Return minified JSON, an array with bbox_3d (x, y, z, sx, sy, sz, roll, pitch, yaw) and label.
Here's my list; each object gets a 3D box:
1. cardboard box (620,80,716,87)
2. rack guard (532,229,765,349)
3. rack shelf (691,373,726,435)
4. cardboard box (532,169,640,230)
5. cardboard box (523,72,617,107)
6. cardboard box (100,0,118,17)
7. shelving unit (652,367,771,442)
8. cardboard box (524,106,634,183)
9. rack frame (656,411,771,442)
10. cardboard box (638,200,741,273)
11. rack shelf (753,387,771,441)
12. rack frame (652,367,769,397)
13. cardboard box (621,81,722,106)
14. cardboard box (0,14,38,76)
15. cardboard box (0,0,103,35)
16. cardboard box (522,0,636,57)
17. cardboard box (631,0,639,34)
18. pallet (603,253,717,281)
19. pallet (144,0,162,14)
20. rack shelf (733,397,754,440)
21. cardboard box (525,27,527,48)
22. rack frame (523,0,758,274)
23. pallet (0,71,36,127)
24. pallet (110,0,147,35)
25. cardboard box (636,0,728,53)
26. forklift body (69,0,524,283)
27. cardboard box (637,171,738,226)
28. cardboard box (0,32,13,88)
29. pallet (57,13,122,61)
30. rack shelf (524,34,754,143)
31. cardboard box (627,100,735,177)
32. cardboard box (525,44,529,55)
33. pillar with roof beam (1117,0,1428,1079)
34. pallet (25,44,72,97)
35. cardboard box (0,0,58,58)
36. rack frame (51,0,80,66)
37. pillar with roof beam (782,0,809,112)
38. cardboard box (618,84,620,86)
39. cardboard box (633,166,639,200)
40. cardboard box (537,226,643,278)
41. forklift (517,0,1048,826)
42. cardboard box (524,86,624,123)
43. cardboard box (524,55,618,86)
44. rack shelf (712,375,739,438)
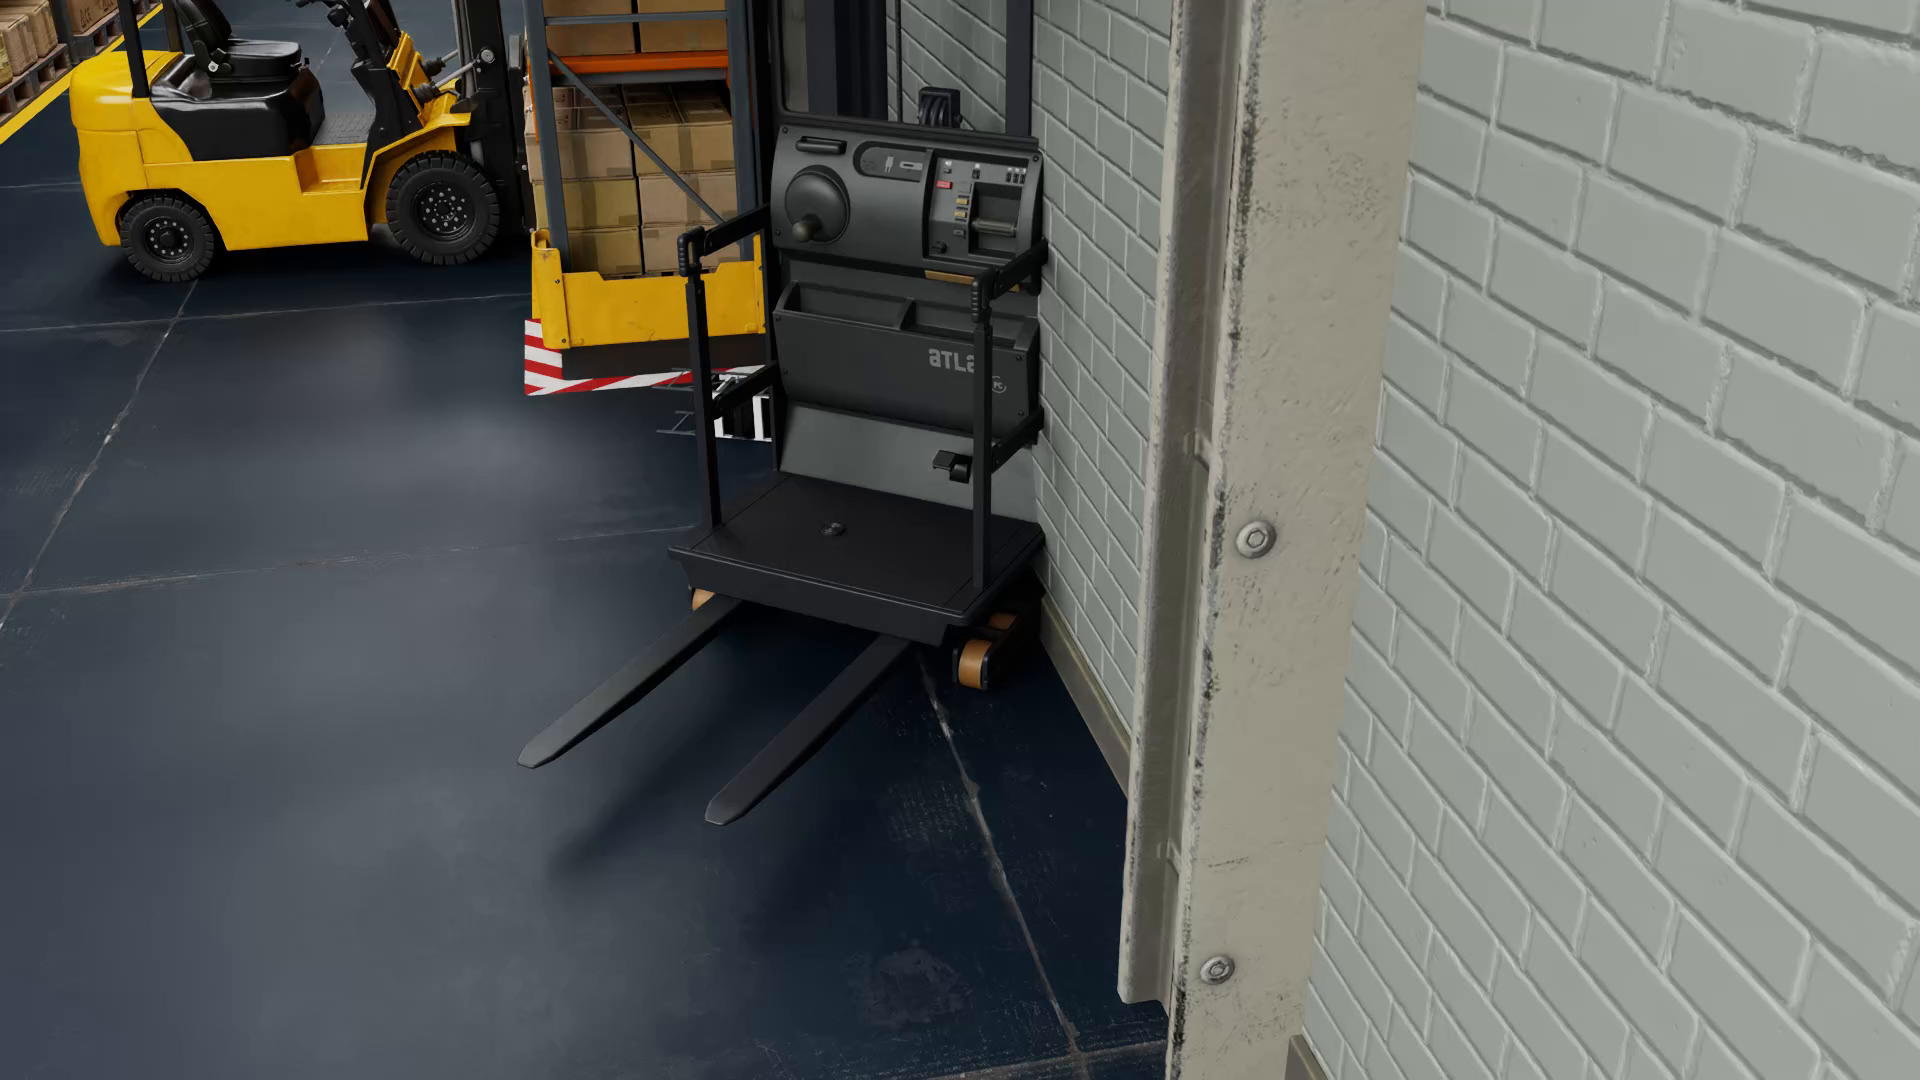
[{"bbox_3d":[-1.637,-2.483,9.316,0.500,0.250,0.500,-6,27,-12],"label":"cardboard box"},{"bbox_3d":[-1.489,-1.280,8.232,1.175,0.500,0.348,-6,27,-12],"label":"rack guard"},{"bbox_3d":[-1.075,-0.590,7.182,0.077,0.200,0.258,5,27,12],"label":"rack shelf"},{"bbox_3d":[-1.909,-1.772,8.462,0.500,0.250,0.500,-6,27,-12],"label":"cardboard box"},{"bbox_3d":[-2.147,-2.428,9.207,0.500,0.250,0.500,-6,27,-11],"label":"cardboard box"},{"bbox_3d":[-8.405,-5.356,15.424,0.875,0.875,0.875,-6,27,-11],"label":"cardboard box"},{"bbox_3d":[-0.844,-0.568,7.135,0.900,0.210,0.258,5,27,12],"label":"shelving unit"},{"bbox_3d":[-1.902,-1.984,8.327,0.500,0.250,0.500,-5,27,-10],"label":"cardboard box"},{"bbox_3d":[-0.843,-0.478,7.180,0.900,0.006,0.240,5,27,12],"label":"rack frame"},{"bbox_3d":[-1.415,-1.602,8.681,0.500,0.250,0.500,-6,27,-11],"label":"cardboard box"},{"bbox_3d":[-0.811,-0.565,7.128,0.077,0.200,0.258,5,27,12],"label":"rack shelf"},{"bbox_3d":[-0.845,-0.659,7.089,0.900,0.006,0.240,5,27,12],"label":"rack frame"},{"bbox_3d":[-1.535,-2.262,8.879,0.500,0.250,0.500,-6,27,-12],"label":"cardboard box"},{"bbox_3d":[-7.841,-3.855,13.010,0.950,0.372,0.625,-6,27,-13],"label":"cardboard box"},{"bbox_3d":[-8.208,-4.964,14.648,0.875,0.875,0.875,-6,27,-12],"label":"cardboard box"},{"bbox_3d":[-1.862,-2.641,8.042,0.500,0.500,0.500,-7,28,-13],"label":"cardboard box"},{"bbox_3d":[-1.475,-2.924,8.603,0.500,0.500,0.500,-5,27,-10],"label":"cardboard box"},{"bbox_3d":[-1.708,-1.494,8.975,1.003,0.211,1.213,-6,27,-12],"label":"pallet"},{"bbox_3d":[-8.787,-5.593,17.097,1.003,0.211,1.213,-6,27,-12],"label":"pallet"},{"bbox_3d":[-0.899,-0.574,7.146,0.077,0.200,0.258,5,27,12],"label":"rack shelf"},{"bbox_3d":[-2.488,-3.100,10.538,0.500,0.250,0.500,-6,27,-12],"label":"cardboard box"},{"bbox_3d":[-1.495,-2.407,7.690,1.000,3.000,0.127,-6,27,-12],"label":"rack frame"},{"bbox_3d":[-7.687,-3.291,12.535,1.003,0.211,1.213,-6,27,-12],"label":"pallet"},{"bbox_3d":[-8.509,-5.057,16.034,1.003,0.211,1.213,-6,27,-12],"label":"pallet"},{"bbox_3d":[-1.336,-2.697,8.154,0.500,0.500,0.500,-5,27,-10],"label":"cardboard box"},{"bbox_3d":[-3.700,-2.675,9.163,2.313,2.155,1.214,-6,27,-12],"label":"forklift body"},{"bbox_3d":[-1.398,-1.818,8.553,0.500,0.250,0.500,-5,27,-11],"label":"cardboard box"},{"bbox_3d":[-7.676,-3.522,12.349,0.950,0.372,0.625,-5,27,-10],"label":"cardboard box"},{"bbox_3d":[-8.237,-4.522,14.975,1.003,0.211,1.213,-6,27,-12],"label":"pallet"},{"bbox_3d":[-1.946,-2.964,9.591,1.077,0.370,4.000,-6,27,-12],"label":"rack shelf"},{"bbox_3d":[-1.419,-2.043,8.445,0.500,0.250,0.500,-6,27,-12],"label":"cardboard box"},{"bbox_3d":[-2.364,-2.882,10.107,0.500,0.250,0.500,-5,27,-10],"label":"cardboard box"},{"bbox_3d":[-3.616,-2.411,1.040,9.100,9.000,0.400,-6,27,-12],"label":"pillar with roof beam"},{"bbox_3d":[-7.958,-3.825,13.594,1.003,0.211,1.213,-6,27,-12],"label":"pallet"},{"bbox_3d":[-8.015,-4.179,13.650,0.950,0.372,0.625,-8,28,-15],"label":"cardboard box"},{"bbox_3d":[-8.133,-5.413,13.646,1.000,3.000,0.127,-6,27,-12],"label":"rack frame"},{"bbox_3d":[-4.968,-5.045,6.259,9.100,9.000,0.400,-6,27,-12],"label":"pillar with roof beam"},{"bbox_3d":[-1.746,-2.709,9.764,0.500,0.250,0.500,-6,27,-13],"label":"cardboard box"},{"bbox_3d":[-1.522,-2.037,8.987,0.500,0.250,0.500,-6,27,-12],"label":"cardboard box"},{"bbox_3d":[-1.909,-1.541,8.560,0.500,0.250,0.500,-6,27,-11],"label":"cardboard box"},{"bbox_3d":[-0.267,-1.054,5.084,1.130,2.935,3.031,12,29,22],"label":"forklift"},{"bbox_3d":[-2.023,-2.207,8.770,0.500,0.250,0.500,-5,27,-11],"label":"cardboard box"},{"bbox_3d":[-2.254,-2.651,9.649,0.500,0.250,0.500,-7,28,-13],"label":"cardboard box"},{"bbox_3d":[-0.987,-0.582,7.164,0.077,0.200,0.258,5,27,12],"label":"rack shelf"}]
